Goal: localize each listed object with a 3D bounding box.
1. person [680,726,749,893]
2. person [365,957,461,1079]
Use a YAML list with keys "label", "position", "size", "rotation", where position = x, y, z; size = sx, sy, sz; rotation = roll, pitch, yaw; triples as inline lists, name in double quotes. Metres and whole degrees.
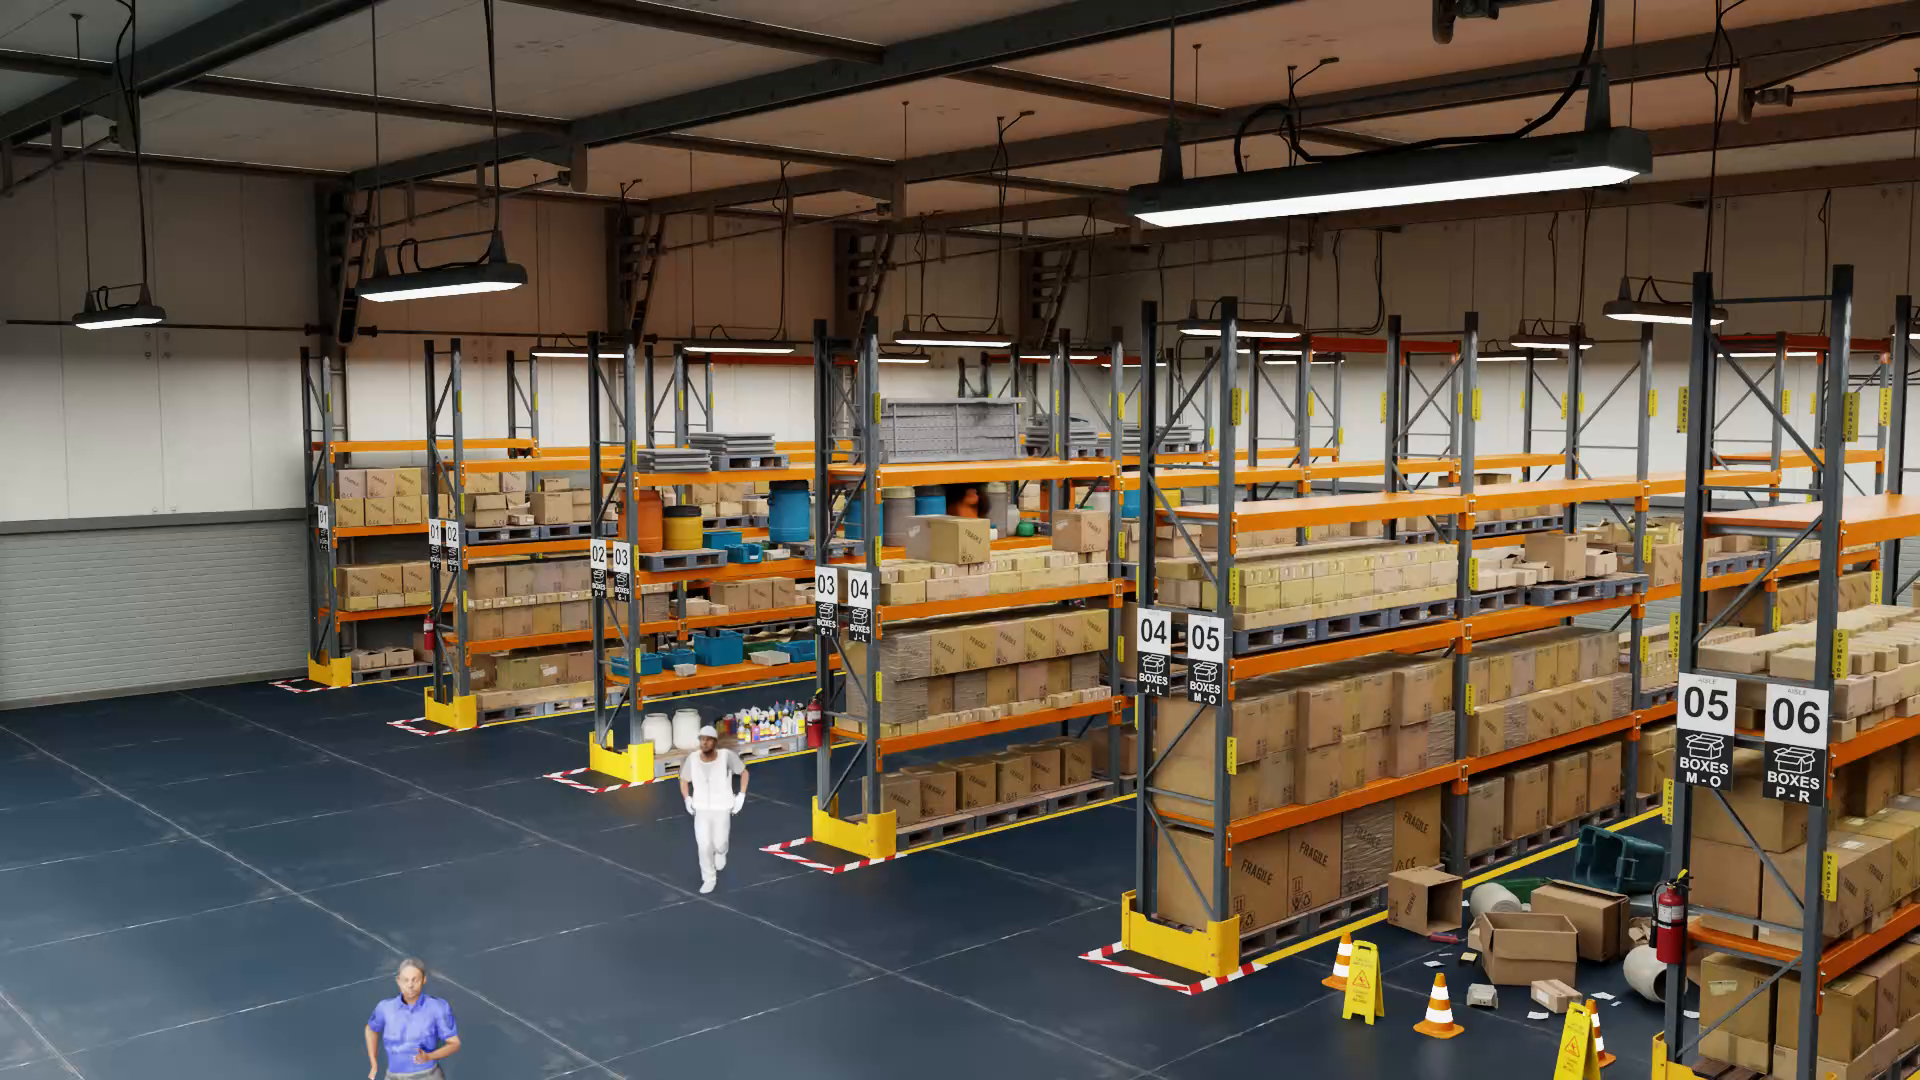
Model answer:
- label: "person"
  position: [-2.567, 2.788, 17.312]
  size: [0.704, 1.747, 0.671]
  rotation: [0, 5, 4]
- label: "person"
  position: [-3.400, 3.411, 10.351]
  size: [0.575, 1.644, 0.941]
  rotation: [-1, 5, -16]
